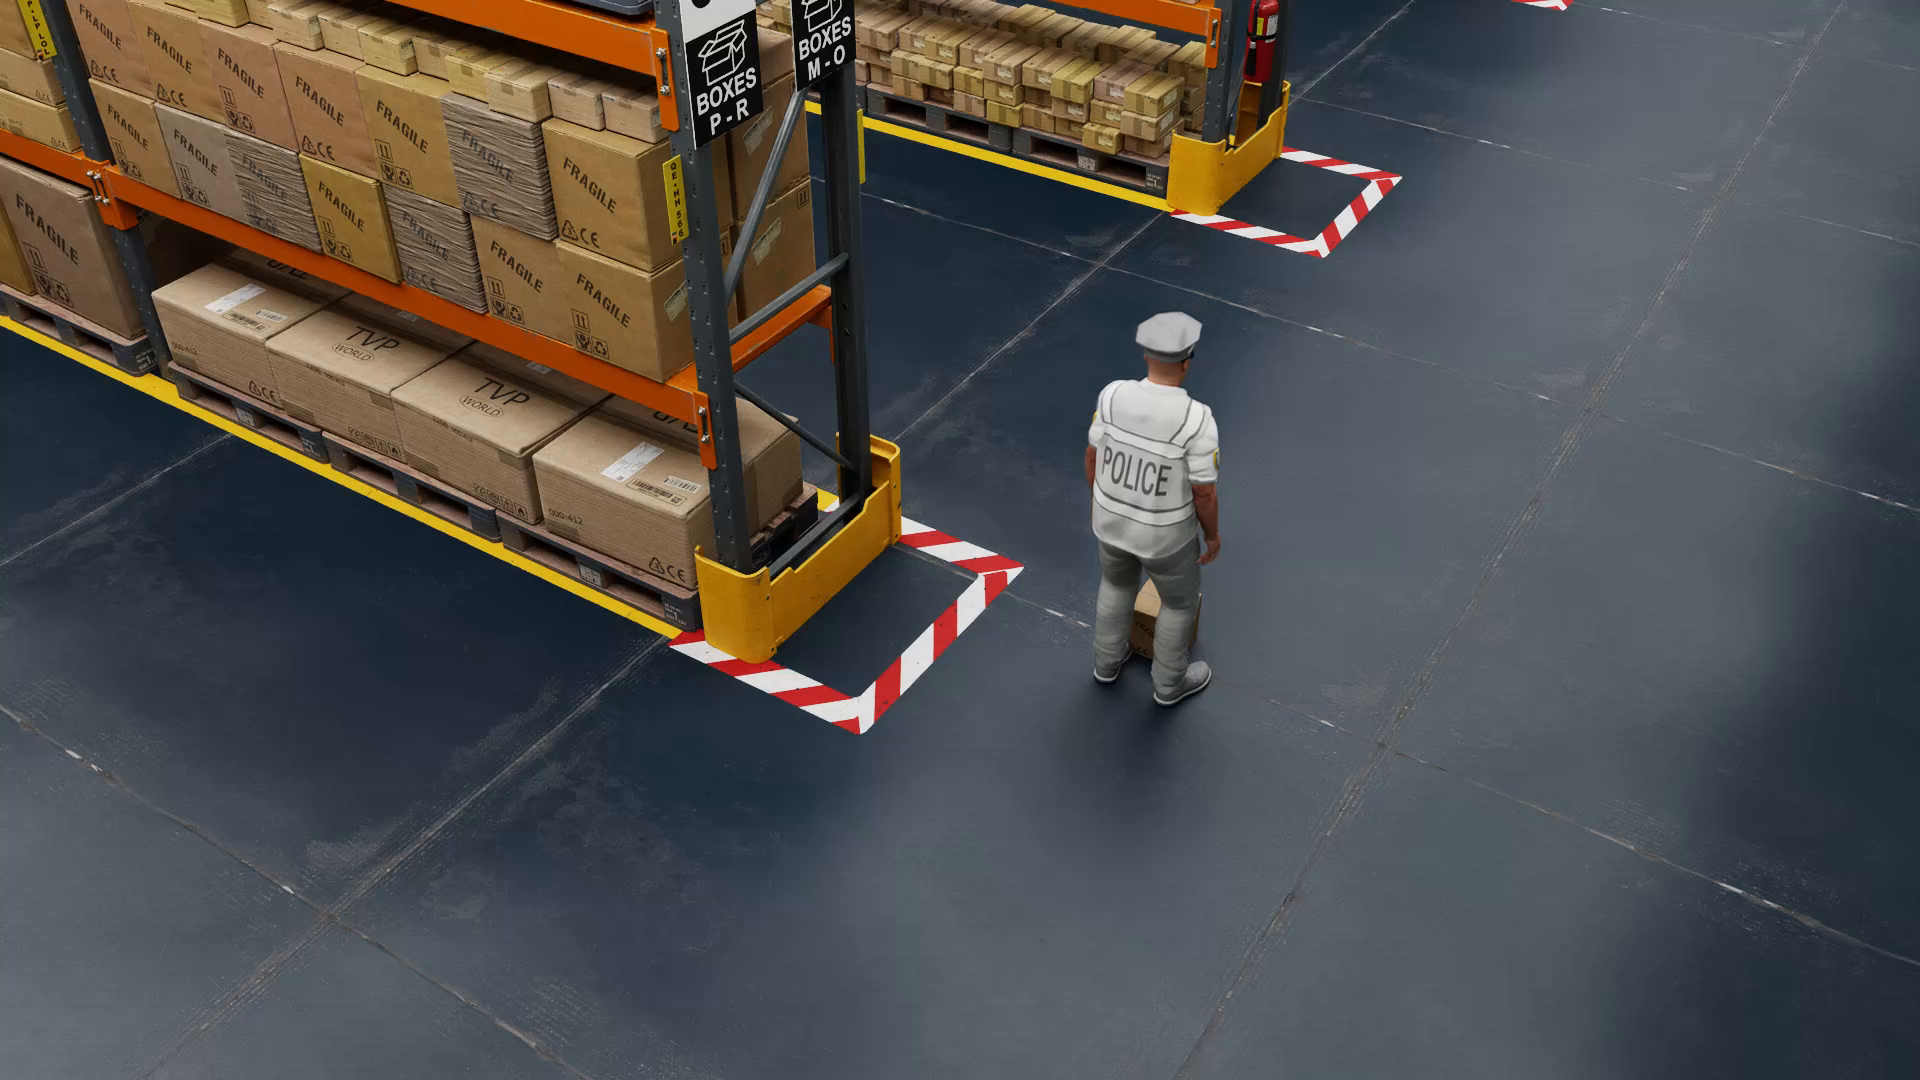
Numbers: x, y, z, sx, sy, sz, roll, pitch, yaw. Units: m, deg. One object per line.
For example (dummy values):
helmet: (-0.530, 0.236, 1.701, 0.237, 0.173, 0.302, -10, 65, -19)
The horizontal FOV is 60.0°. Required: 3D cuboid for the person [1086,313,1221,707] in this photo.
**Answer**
person: (0.773, -0.077, 6.773, 0.587, 1.746, 0.436, 22, 43, 25)
